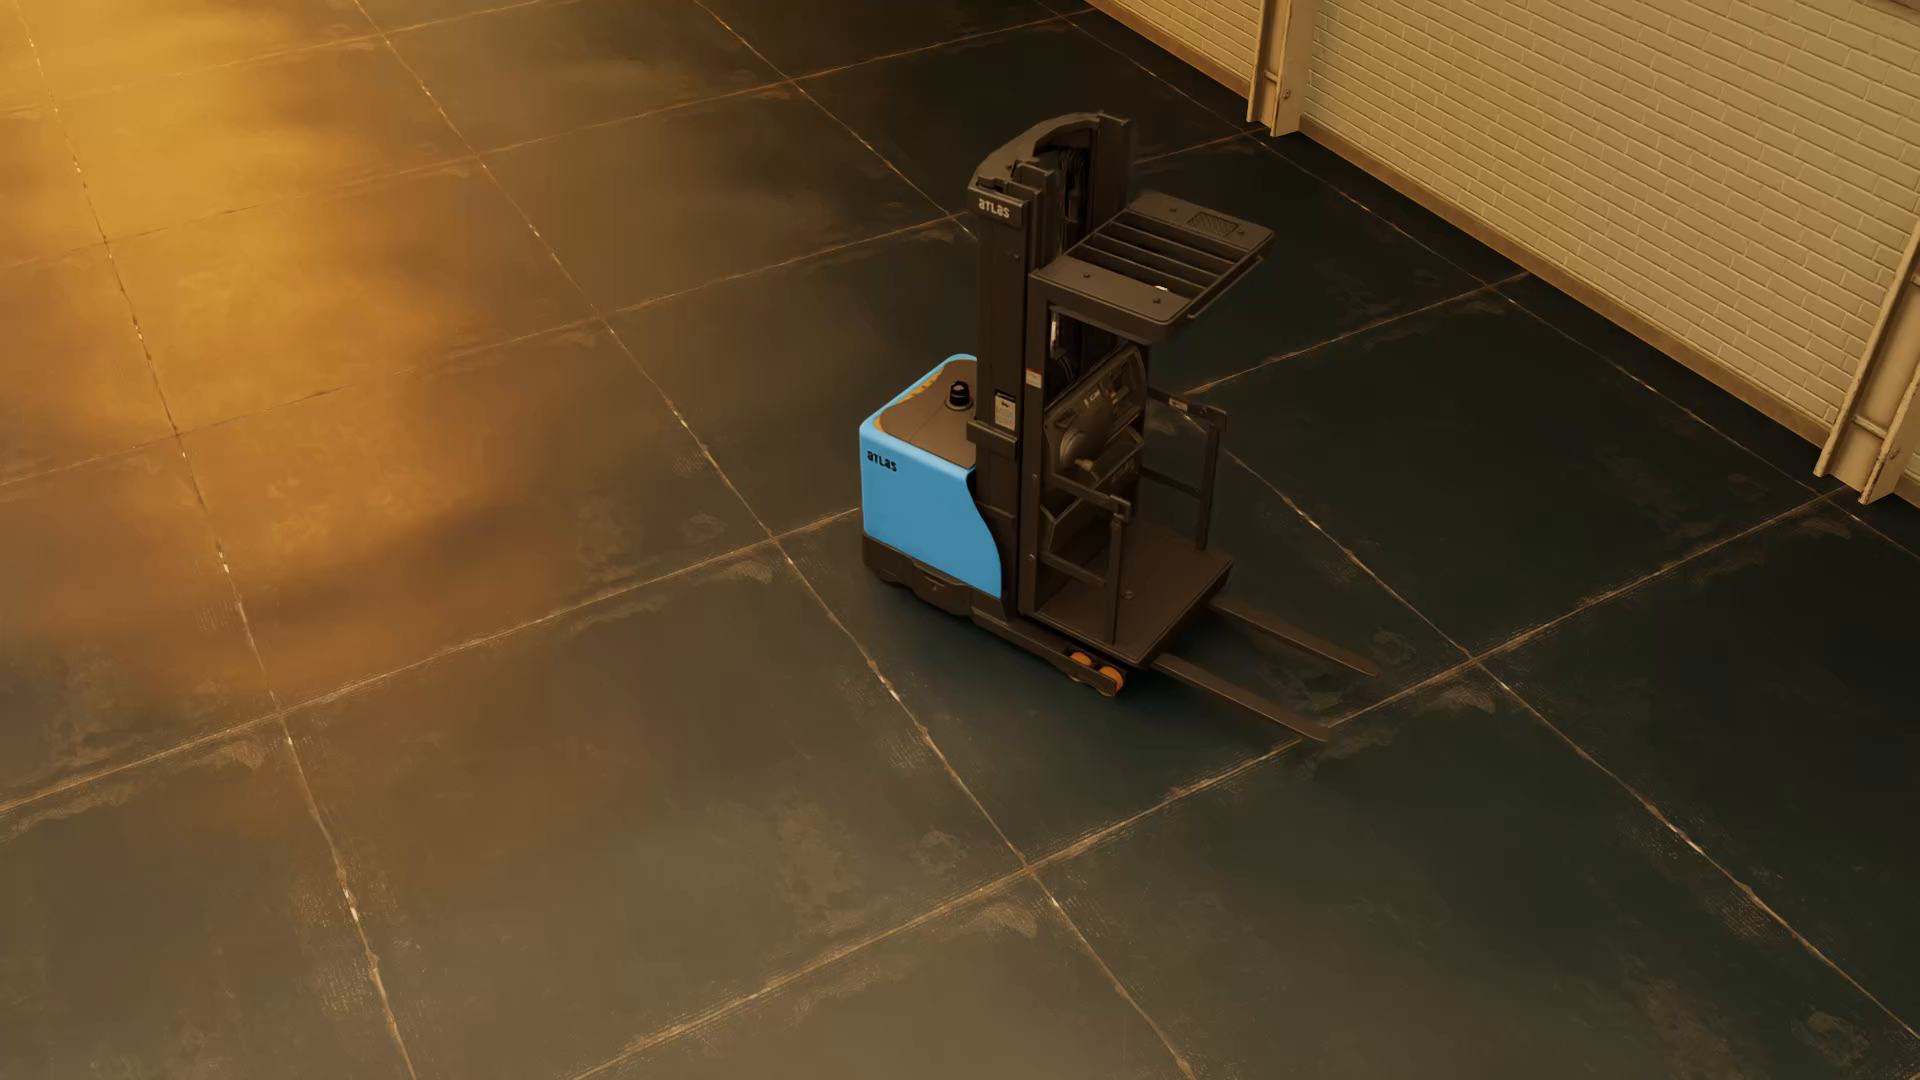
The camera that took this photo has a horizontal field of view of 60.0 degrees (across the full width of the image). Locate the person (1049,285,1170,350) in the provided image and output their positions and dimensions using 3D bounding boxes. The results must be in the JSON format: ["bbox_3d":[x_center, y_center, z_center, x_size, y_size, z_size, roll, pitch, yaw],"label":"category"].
[{"bbox_3d":[0.867,-0.909,10.345,1.311,1.431,0.823,-14,42,-16],"label":"person"}]

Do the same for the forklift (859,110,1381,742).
[{"bbox_3d":[0.896,-0.644,8.812,3.031,2.935,1.130,25,46,27],"label":"forklift"}]
